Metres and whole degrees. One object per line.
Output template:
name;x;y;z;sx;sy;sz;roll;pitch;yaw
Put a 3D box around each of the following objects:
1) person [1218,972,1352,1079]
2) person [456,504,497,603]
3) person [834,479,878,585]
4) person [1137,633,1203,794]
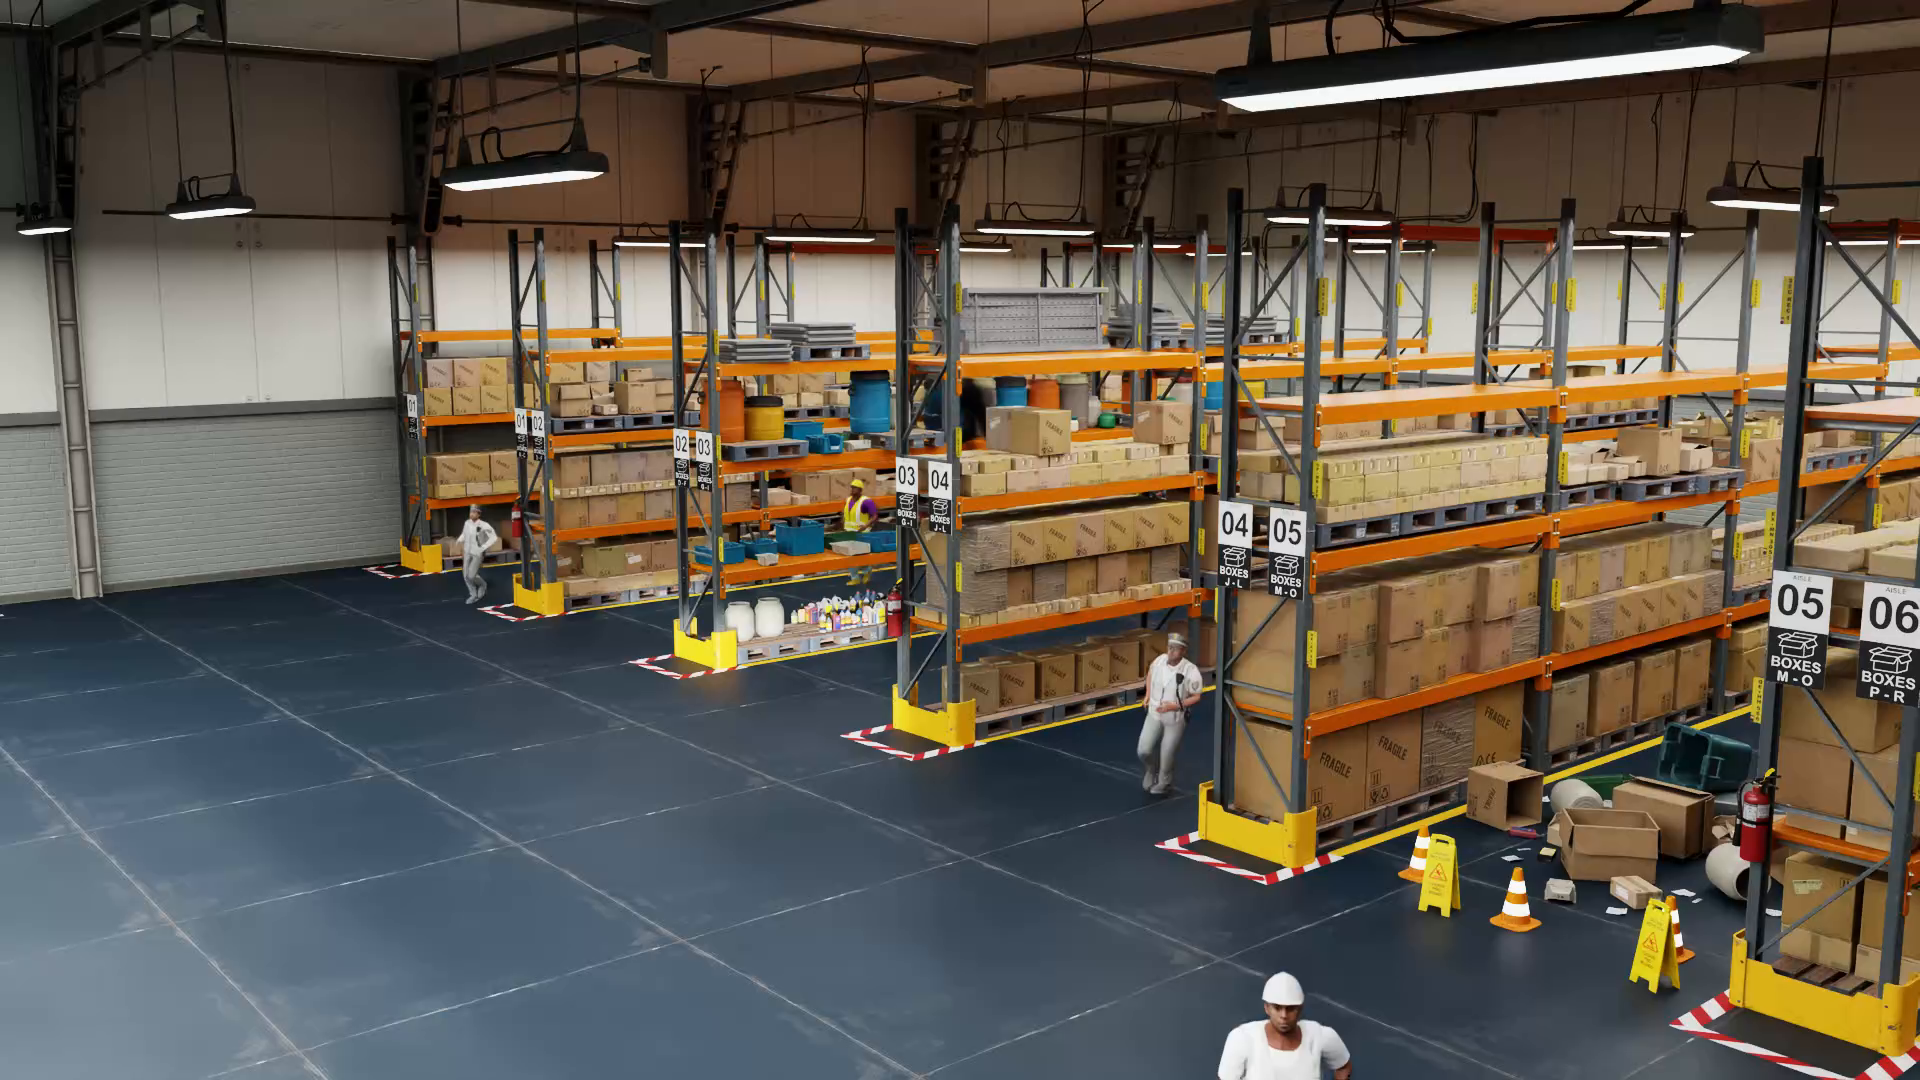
person;1.619;3.041;8.350;0.664;1.759;0.687;2;9;12
person;-7.875;0.221;27.000;0.637;1.650;0.577;4;10;23
person;-1.697;-0.118;26.991;0.689;1.735;0.557;7;11;38
person;2.112;1.755;16.717;0.673;1.723;0.598;5;10;31
